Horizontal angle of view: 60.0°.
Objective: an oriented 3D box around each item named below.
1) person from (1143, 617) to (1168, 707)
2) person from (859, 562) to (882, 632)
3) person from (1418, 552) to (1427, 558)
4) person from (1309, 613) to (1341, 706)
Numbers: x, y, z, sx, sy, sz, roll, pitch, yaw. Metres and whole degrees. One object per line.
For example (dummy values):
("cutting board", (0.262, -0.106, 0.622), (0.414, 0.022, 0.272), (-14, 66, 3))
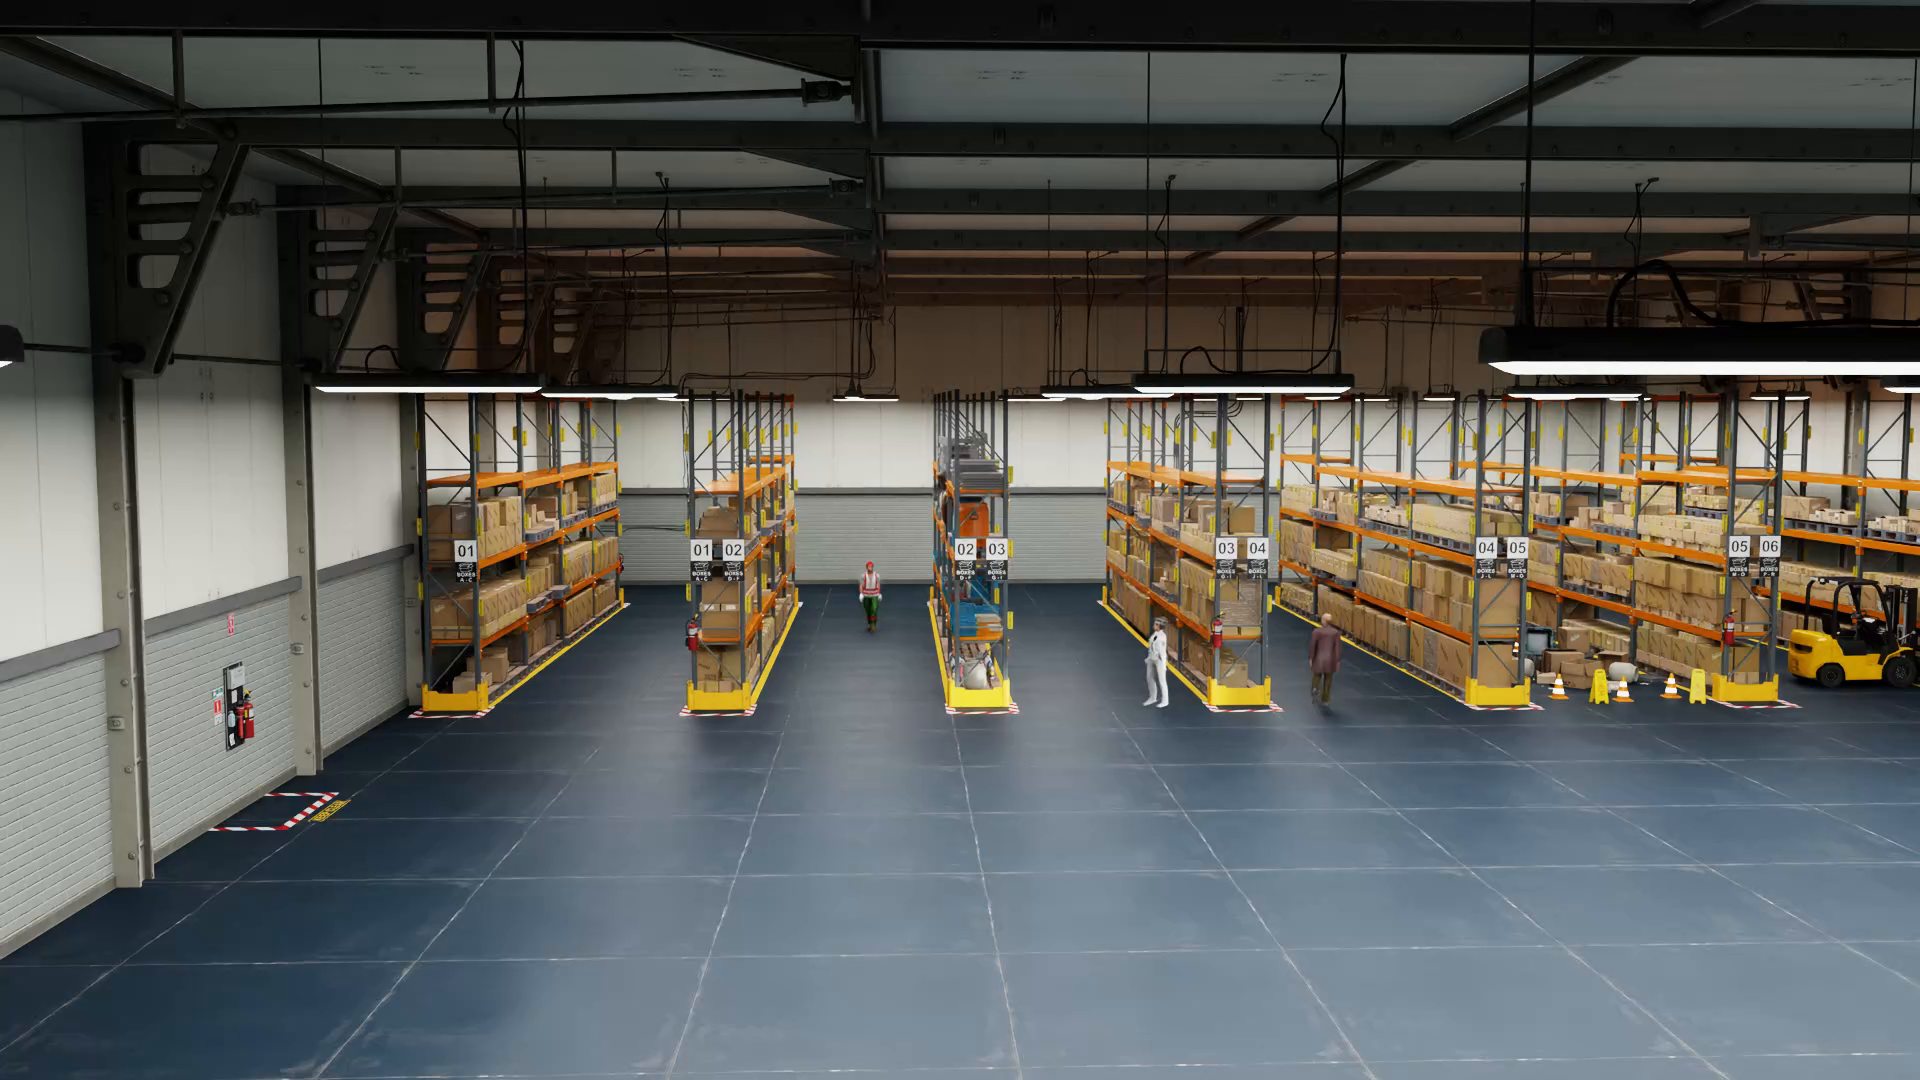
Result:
("person", (3.707, 2.322, 31.558), (0.393, 1.710, 0.617), (-2, 5, -25))
("person", (-2.273, 1.409, 41.913), (0.551, 1.723, 1.034), (0, 5, 4))
("person", (12.745, 1.137, 46.077), (0.757, 1.655, 0.542), (0, 5, 1))
("person", (6.884, 2.270, 31.416), (0.578, 1.762, 0.805), (2, 5, 25))
